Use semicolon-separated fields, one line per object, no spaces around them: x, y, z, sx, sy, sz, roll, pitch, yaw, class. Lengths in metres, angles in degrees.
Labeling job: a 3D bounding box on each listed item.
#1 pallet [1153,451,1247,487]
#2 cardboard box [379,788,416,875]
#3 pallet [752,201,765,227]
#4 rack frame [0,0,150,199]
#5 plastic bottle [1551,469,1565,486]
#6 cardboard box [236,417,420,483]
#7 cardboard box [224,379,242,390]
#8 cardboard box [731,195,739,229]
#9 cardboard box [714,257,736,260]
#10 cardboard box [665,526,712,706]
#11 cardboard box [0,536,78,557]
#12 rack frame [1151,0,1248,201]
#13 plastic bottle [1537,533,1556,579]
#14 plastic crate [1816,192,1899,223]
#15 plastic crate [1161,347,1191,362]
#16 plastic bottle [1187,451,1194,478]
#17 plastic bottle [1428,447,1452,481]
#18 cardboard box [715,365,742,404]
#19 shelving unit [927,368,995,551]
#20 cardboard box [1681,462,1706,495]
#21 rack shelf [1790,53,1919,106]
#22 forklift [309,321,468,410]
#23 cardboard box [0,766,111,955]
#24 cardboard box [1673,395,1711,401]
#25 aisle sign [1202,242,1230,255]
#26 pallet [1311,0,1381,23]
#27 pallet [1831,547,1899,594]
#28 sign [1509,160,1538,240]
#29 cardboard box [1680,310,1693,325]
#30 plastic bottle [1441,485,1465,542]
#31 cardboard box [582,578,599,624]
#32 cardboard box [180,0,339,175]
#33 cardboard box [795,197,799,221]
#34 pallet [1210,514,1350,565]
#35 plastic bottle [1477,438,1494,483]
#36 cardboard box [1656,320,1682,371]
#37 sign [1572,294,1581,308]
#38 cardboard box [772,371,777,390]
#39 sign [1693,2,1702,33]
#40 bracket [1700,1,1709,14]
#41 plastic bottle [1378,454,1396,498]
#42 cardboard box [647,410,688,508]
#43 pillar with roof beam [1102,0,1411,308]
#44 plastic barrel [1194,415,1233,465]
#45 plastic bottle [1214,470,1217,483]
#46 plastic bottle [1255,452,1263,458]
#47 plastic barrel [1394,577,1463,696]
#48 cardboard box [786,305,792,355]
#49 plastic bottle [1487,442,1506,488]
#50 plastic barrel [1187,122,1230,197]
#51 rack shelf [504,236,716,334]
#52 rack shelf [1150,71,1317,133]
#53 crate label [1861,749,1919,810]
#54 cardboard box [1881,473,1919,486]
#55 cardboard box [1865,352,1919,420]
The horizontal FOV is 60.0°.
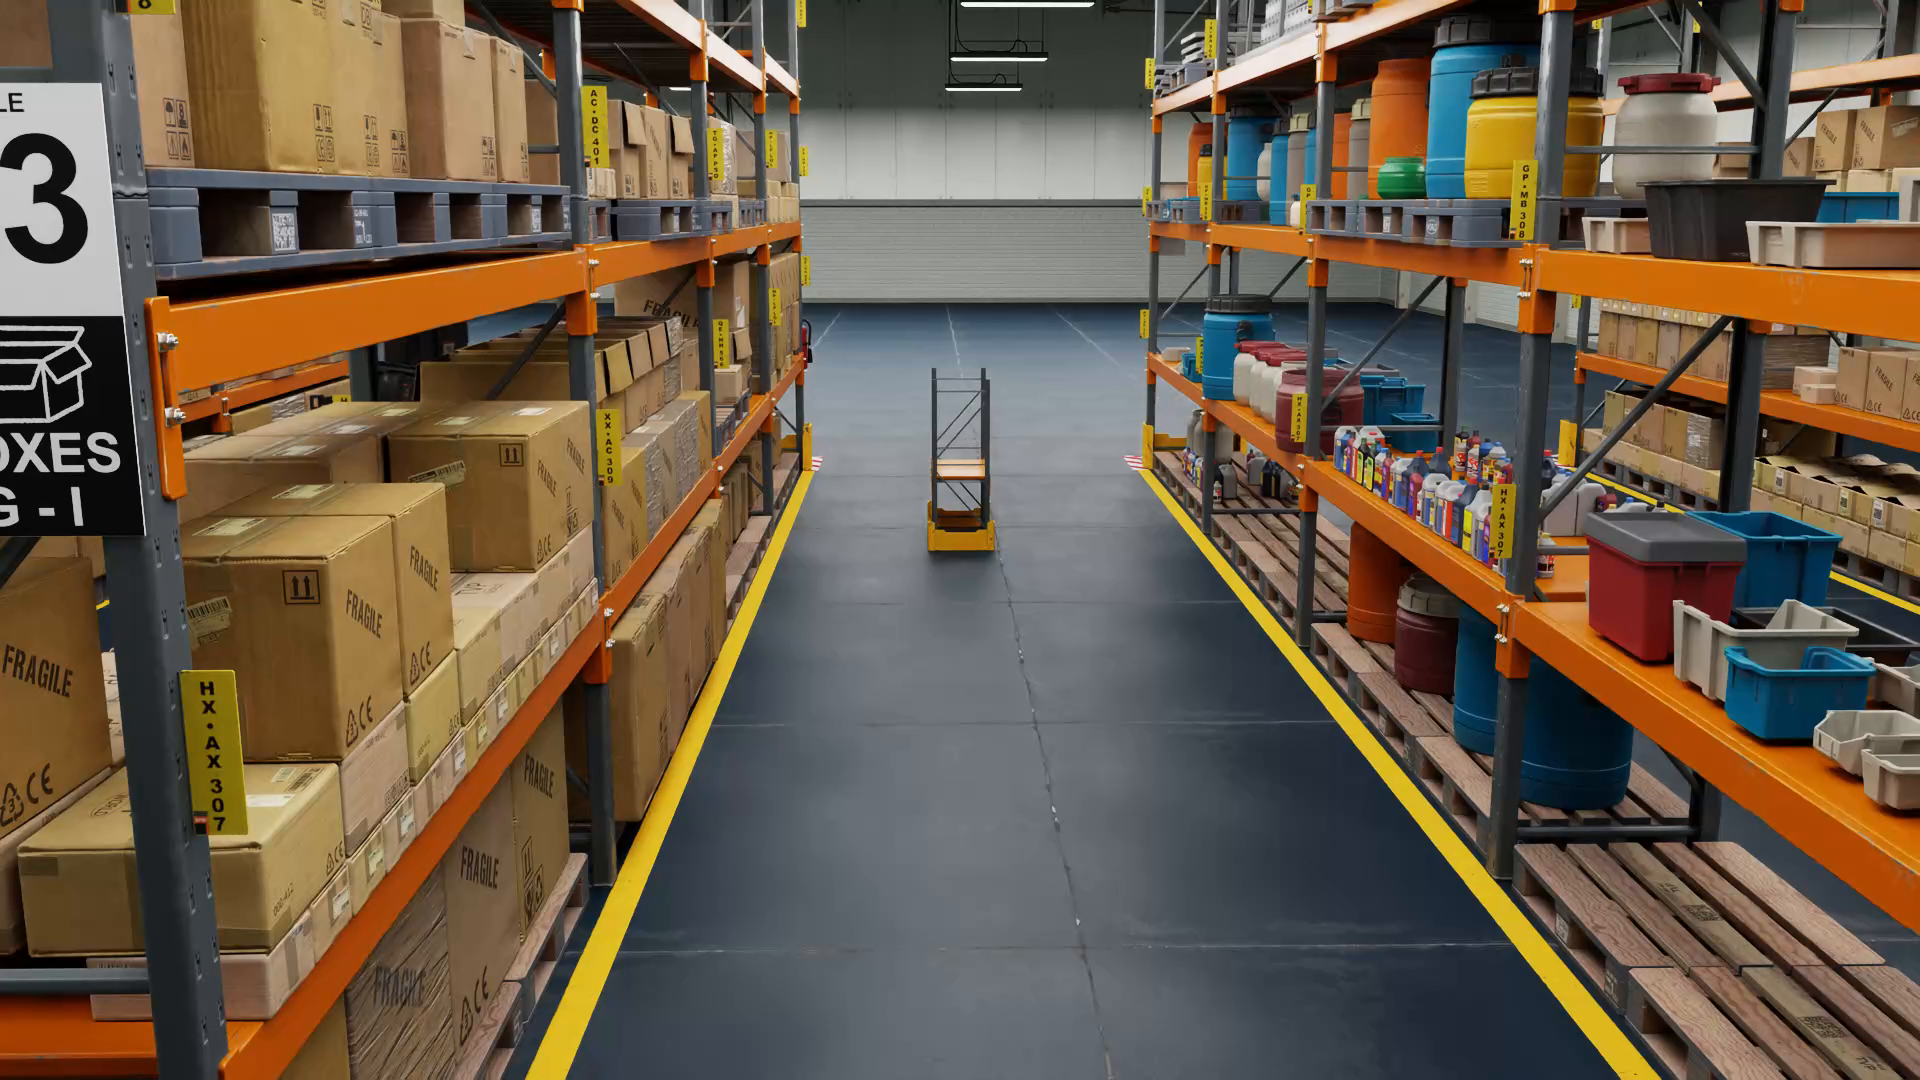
2.716;-0.790;18.420;1.003;0.211;1.213;0;11;-1;pallet
-1.661;0.766;4.372;0.380;0.149;0.250;0;11;-2;cardboard box
-2.307;-2.772;14.106;1.213;0.211;1.003;0;11;-1;pallet
-1.965;-2.072;2.638;1.000;3.000;0.127;0;11;-1;rack frame
3.275;-0.250;9.073;0.097;0.271;0.097;0;11;0;plastic bottle
-2.291;-0.172;6.108;0.500;0.500;0.500;0;11;-1;cardboard box
-7.193;-1.664;15.338;0.875;0.550;0.550;0;11;-1;cardboard box
-1.916;-2.417;12.262;0.500;0.250;0.500;0;11;0;cardboard box
-2.525;-2.588;16.759;0.500;0.500;0.500;0;11;-1;cardboard box
-2.126;0.428;9.693;1.225;0.875;0.875;0;11;-1;cardboard box
-7.014;0.054;11.852;1.050;0.750;0.750;0;11;-2;cardboard box
2.656;-5.273;18.416;1.000;3.000;0.127;0;11;-1;rack frame
2.697;0.069;7.675;0.097;0.201;0.097;0;11;0;plastic bottle
3.242;-1.156;6.087;0.416;0.233;0.300;0;11;-1;plastic crate
2.353;-2.024;18.155;0.298;0.136;0.250;0;11;-1;plastic crate
2.389;-0.781;17.121;0.097;0.271;0.097;0;11;0;plastic bottle
2.685;-0.351;9.368;0.144;0.351;0.185;0;11;-1;plastic bottle
-1.935;-1.188;12.693;0.500;0.250;0.500;-1;11;-3;cardboard box
-0.002;-0.750;14.985;0.587;1.500;1.083;0;11;-1;shelving unit
7.463;-0.606;16.361;0.500;0.250;0.500;0;11;-1;cardboard box
7.733;-3.551;12.745;1.077;0.370;4.000;0;11;-1;rack shelf
-5.036;-1.328;14.233;1.130;2.935;3.031;11;16;43;forklift
-2.240;0.701;3.690;0.500;0.250;0.500;0;11;-2;cardboard box
7.953;-1.274;17.767;0.500;0.500;0.500;0;11;-1;cardboard box
2.952;-3.622;18.830;0.394;0.787;0.004;0;11;-1;aisle sign
2.806;-3.250;9.928;1.213;0.211;1.003;0;11;-1;pallet
7.774;0.199;13.547;1.003;0.211;1.213;0;11;-1;pallet
2.354;-1.420;6.946;0.100;0.325;0.005;0;11;-1;sign
7.447;-2.230;16.622;0.380;0.149;0.250;0;11;0;cardboard box
2.555;-0.136;8.498;0.152;0.276;0.135;0;11;-1;plastic bottle
-1.714;0.256;6.887;0.380;0.149;0.250;0;11;-1;cardboard box
-1.920;-1.121;3.937;0.700;0.500;0.500;-1;11;-3;cardboard box
-2.032;-3.614;18.161;0.500;0.250;0.500;0;11;0;cardboard box
2.794;-0.015;14.602;1.003;0.211;1.213;0;11;-1;pallet
3.249;-0.493;10.269;0.097;0.271;0.097;0;11;0;plastic bottle
7.640;-2.001;17.125;0.700;0.500;0.500;0;11;1;cardboard box
7.054;-2.814;19.010;0.100;0.325;0.005;0;11;-1;sign
-1.909;-1.488;15.480;0.380;0.149;0.250;0;11;-1;cardboard box
8.152;-5.788;18.409;0.100;0.325;0.005;0;11;-1;sign
12.846;-9.243;28.934;0.235;0.232;0.430;0;11;-1;bracket
2.502;-0.385;9.736;0.097;0.271;0.097;0;11;0;plastic bottle
-1.854;-0.472;9.588;0.500;0.500;0.500;-1;11;-3;cardboard box
8.517;-11.124;47.256;9.100;9.000;0.548;0;11;-1;pillar with roof beam
2.757;-1.089;18.083;0.421;0.512;0.421;0;11;0;plastic barrel
2.399;-0.516;15.784;0.061;0.283;0.133;0;11;2;plastic bottle
3.113;-0.772;17.065;0.152;0.276;0.135;-1;11;-3;plastic bottle
2.872;0.555;9.786;0.600;0.588;0.708;0;11;-1;plastic barrel
-2.214;-2.199;17.355;0.875;0.500;0.500;0;11;-1;cardboard box
3.253;-0.454;10.078;0.097;0.271;0.097;0;11;0;plastic bottle
2.793;-4.123;18.156;0.600;0.830;0.708;0;11;-1;plastic barrel
-2.089;-1.442;8.887;1.077;0.370;4.000;0;11;-1;rack shelf
2.698;-4.327;16.567;1.077;0.370;4.000;0;11;-1;rack shelf
2.767;0.673;4.707;0.396;0.136;0.243;0;11;-1;crate label
8.011;-0.408;13.976;0.500;0.311;0.500;0;11;-1;cardboard box
7.712;-1.249;13.420;0.500;0.500;0.500;0;11;-1;cardboard box
